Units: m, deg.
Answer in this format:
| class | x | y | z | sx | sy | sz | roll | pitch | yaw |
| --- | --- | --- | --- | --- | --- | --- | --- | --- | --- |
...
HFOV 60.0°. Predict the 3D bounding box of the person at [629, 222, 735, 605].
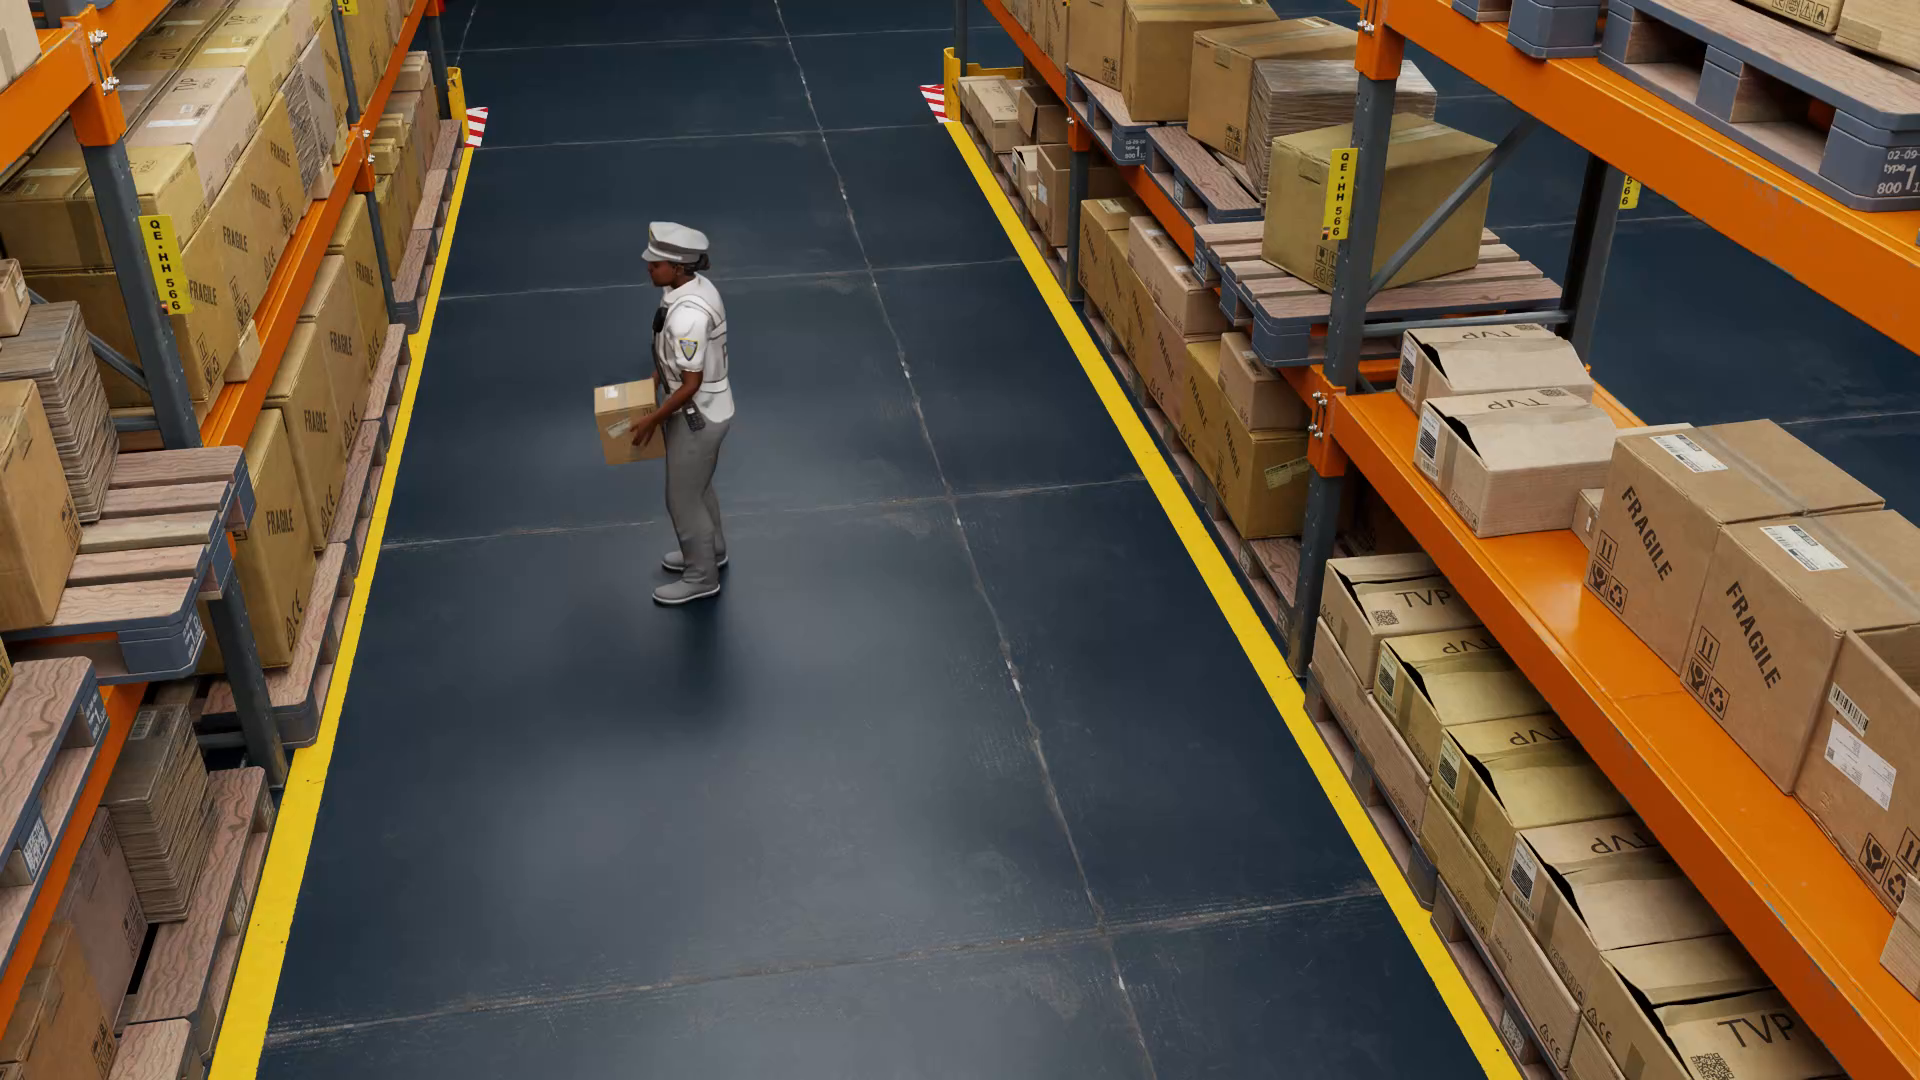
| class | x | y | z | sx | sy | sz | roll | pitch | yaw |
| --- | --- | --- | --- | --- | --- | --- | --- | --- | --- |
| person | -1.171 | -0.527 | 6.988 | 0.441 | 1.686 | 0.475 | -6 | 31 | -10 |
